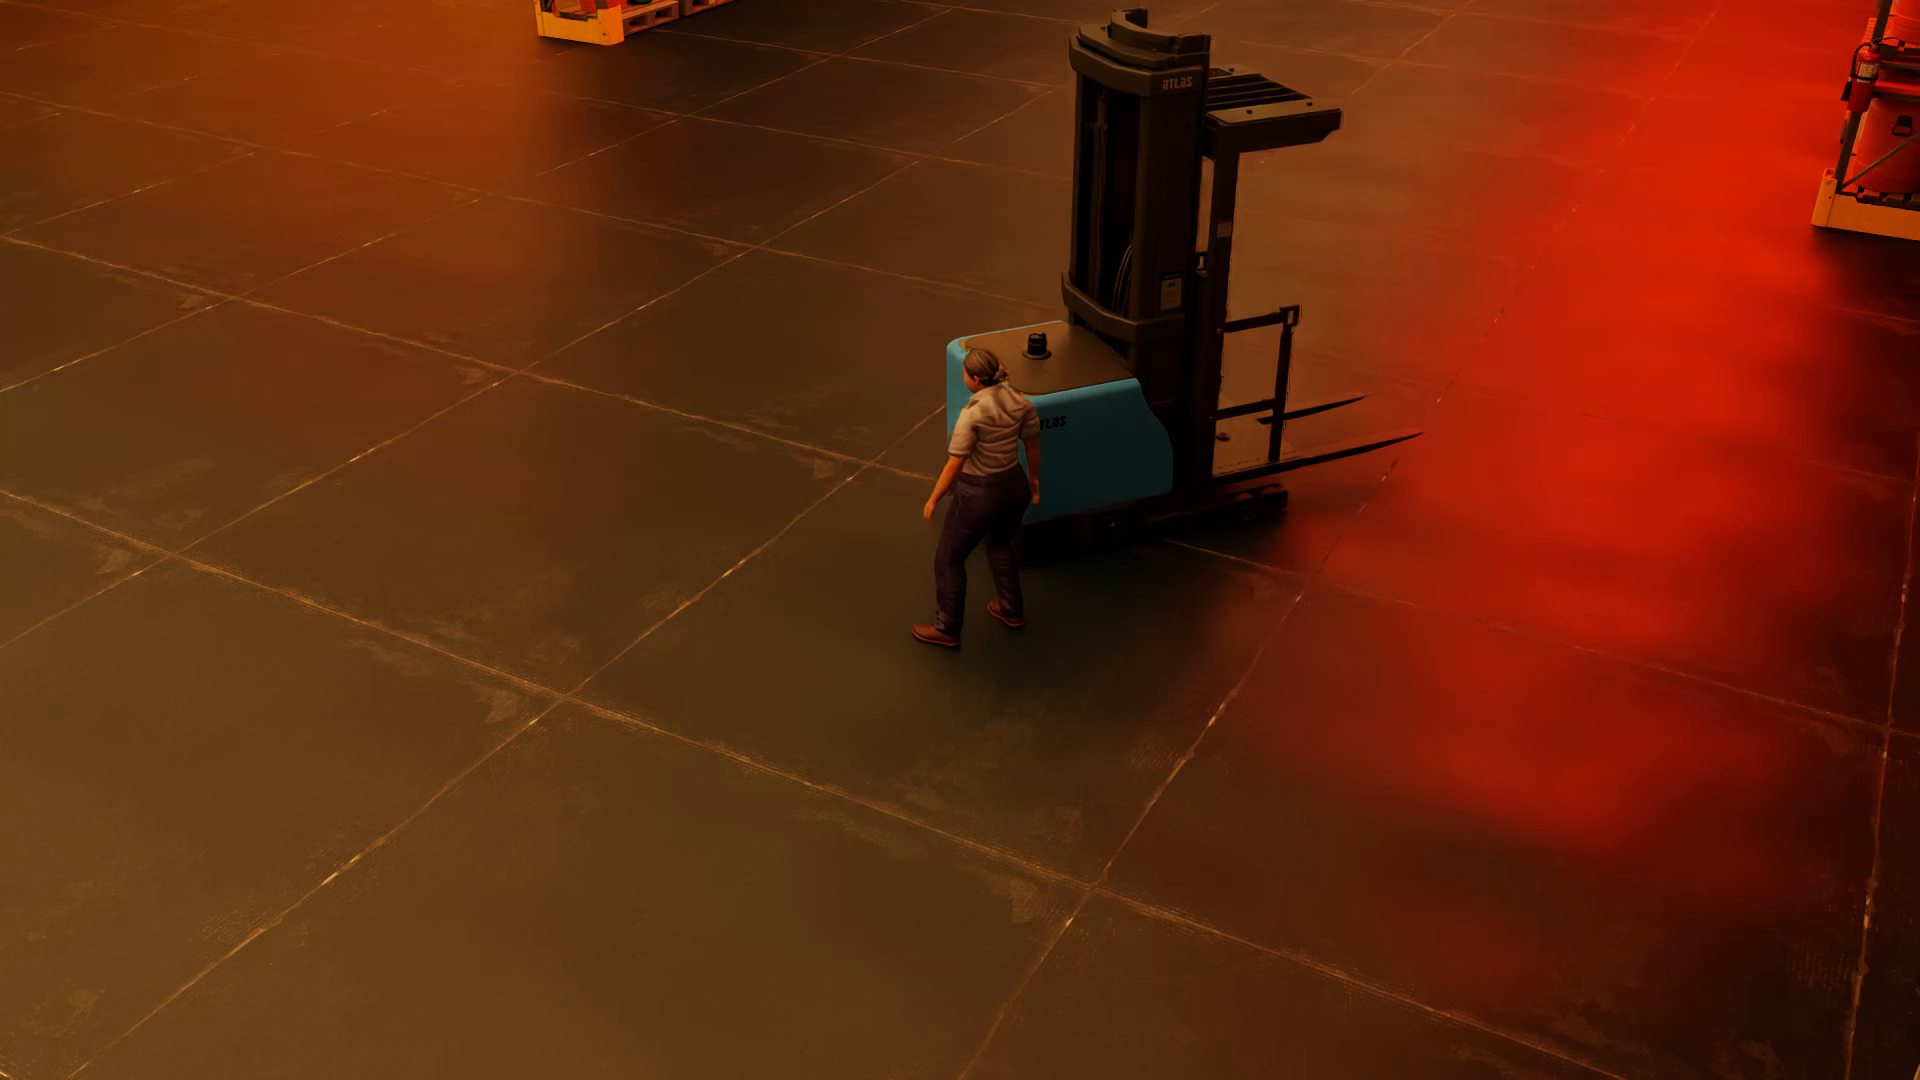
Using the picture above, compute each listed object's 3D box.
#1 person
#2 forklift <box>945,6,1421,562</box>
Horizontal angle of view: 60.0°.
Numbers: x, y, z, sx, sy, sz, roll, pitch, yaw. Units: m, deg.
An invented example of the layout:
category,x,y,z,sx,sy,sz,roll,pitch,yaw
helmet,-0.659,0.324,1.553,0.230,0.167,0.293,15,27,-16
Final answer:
category,x,y,z,sx,sy,sz,roll,pitch,yaw
person,0.118,-0.240,8.797,0.737,1.627,0.391,-24,38,-35
forklift,1.468,-1.618,9.875,3.031,2.935,1.130,-12,32,-20
